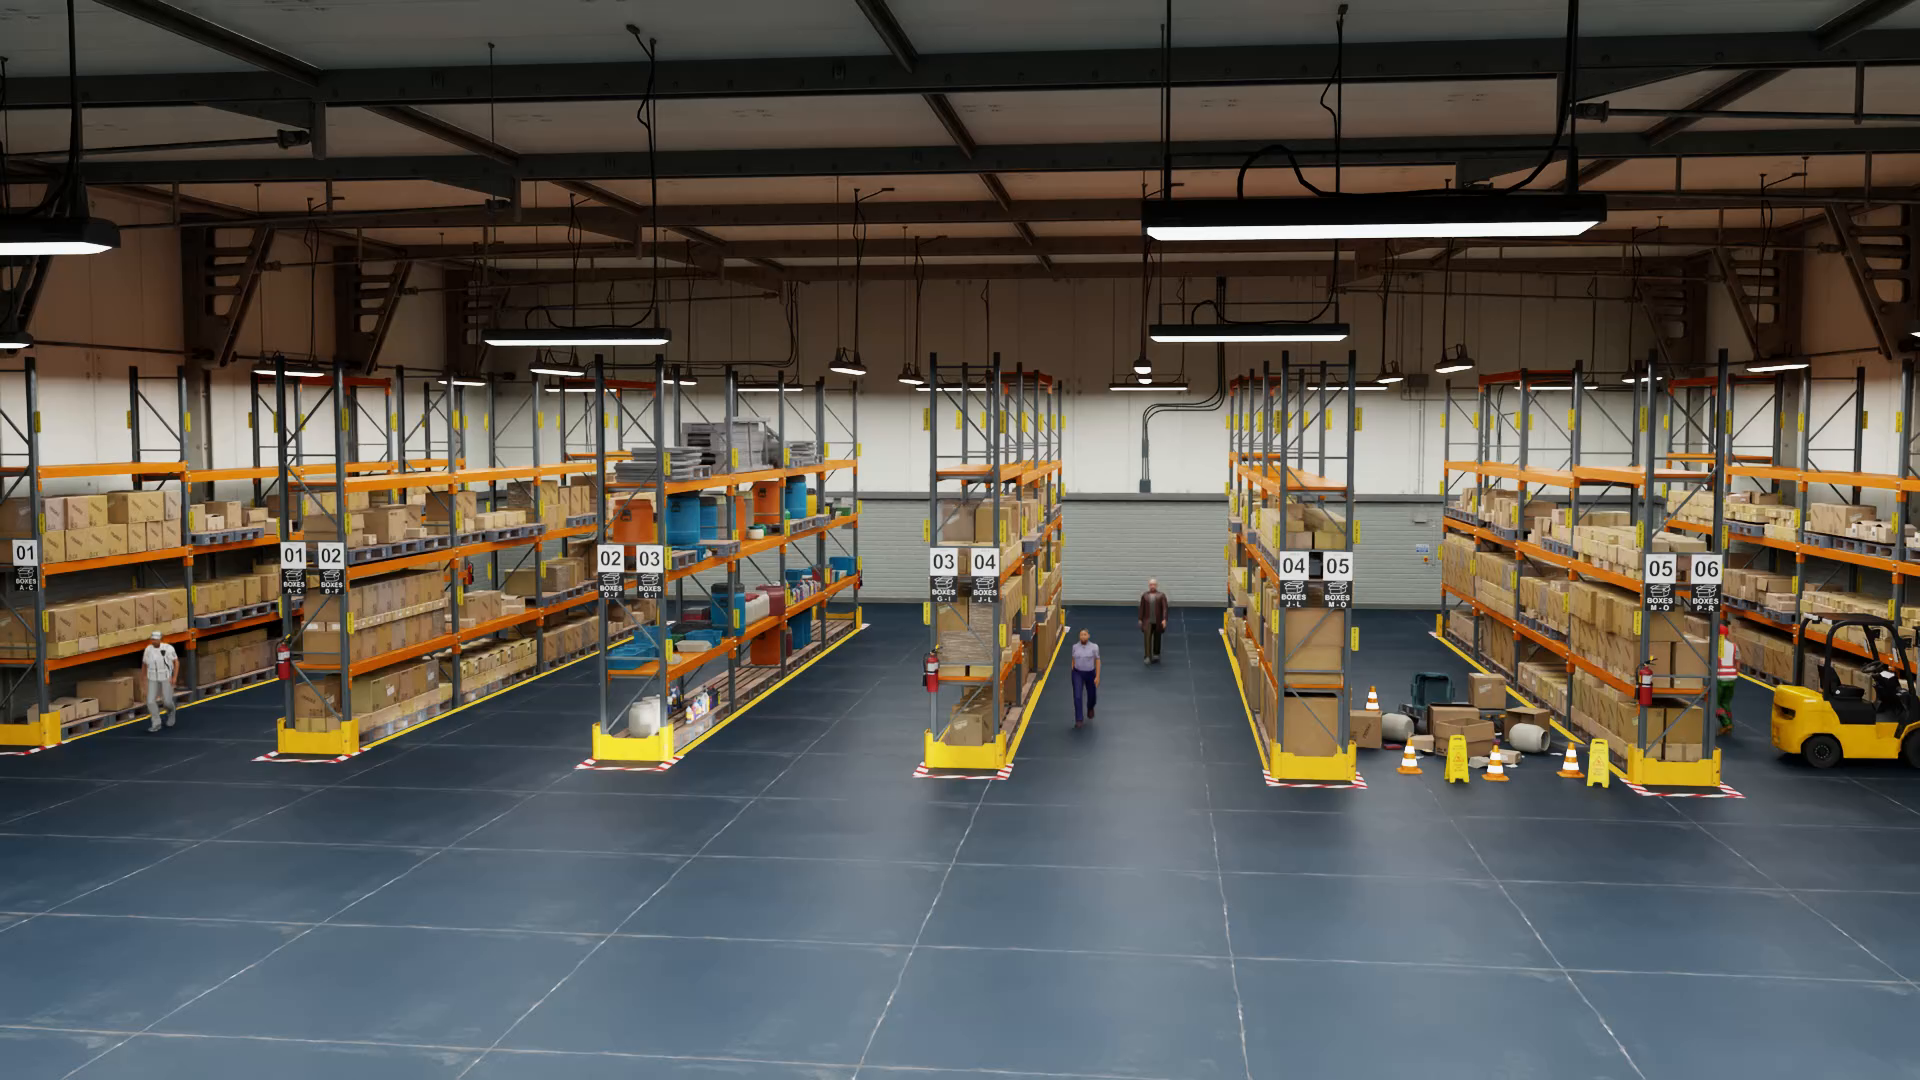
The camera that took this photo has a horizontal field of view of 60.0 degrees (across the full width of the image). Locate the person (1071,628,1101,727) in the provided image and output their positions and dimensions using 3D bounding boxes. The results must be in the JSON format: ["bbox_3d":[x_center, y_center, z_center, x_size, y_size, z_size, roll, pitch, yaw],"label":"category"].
[{"bbox_3d":[2.080,2.243,27.500,0.486,1.600,0.857,0,4,4],"label":"person"}]

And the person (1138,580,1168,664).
[{"bbox_3d":[3.998,1.678,34.470,0.632,1.711,1.129,1,4,9],"label":"person"}]

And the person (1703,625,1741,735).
[{"bbox_3d":[12.247,2.253,26.634,0.614,1.753,0.690,-1,4,-15],"label":"person"}]

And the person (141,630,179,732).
[{"bbox_3d":[-13.035,2.277,27.128,0.571,1.647,0.591,0,4,-5],"label":"person"}]
